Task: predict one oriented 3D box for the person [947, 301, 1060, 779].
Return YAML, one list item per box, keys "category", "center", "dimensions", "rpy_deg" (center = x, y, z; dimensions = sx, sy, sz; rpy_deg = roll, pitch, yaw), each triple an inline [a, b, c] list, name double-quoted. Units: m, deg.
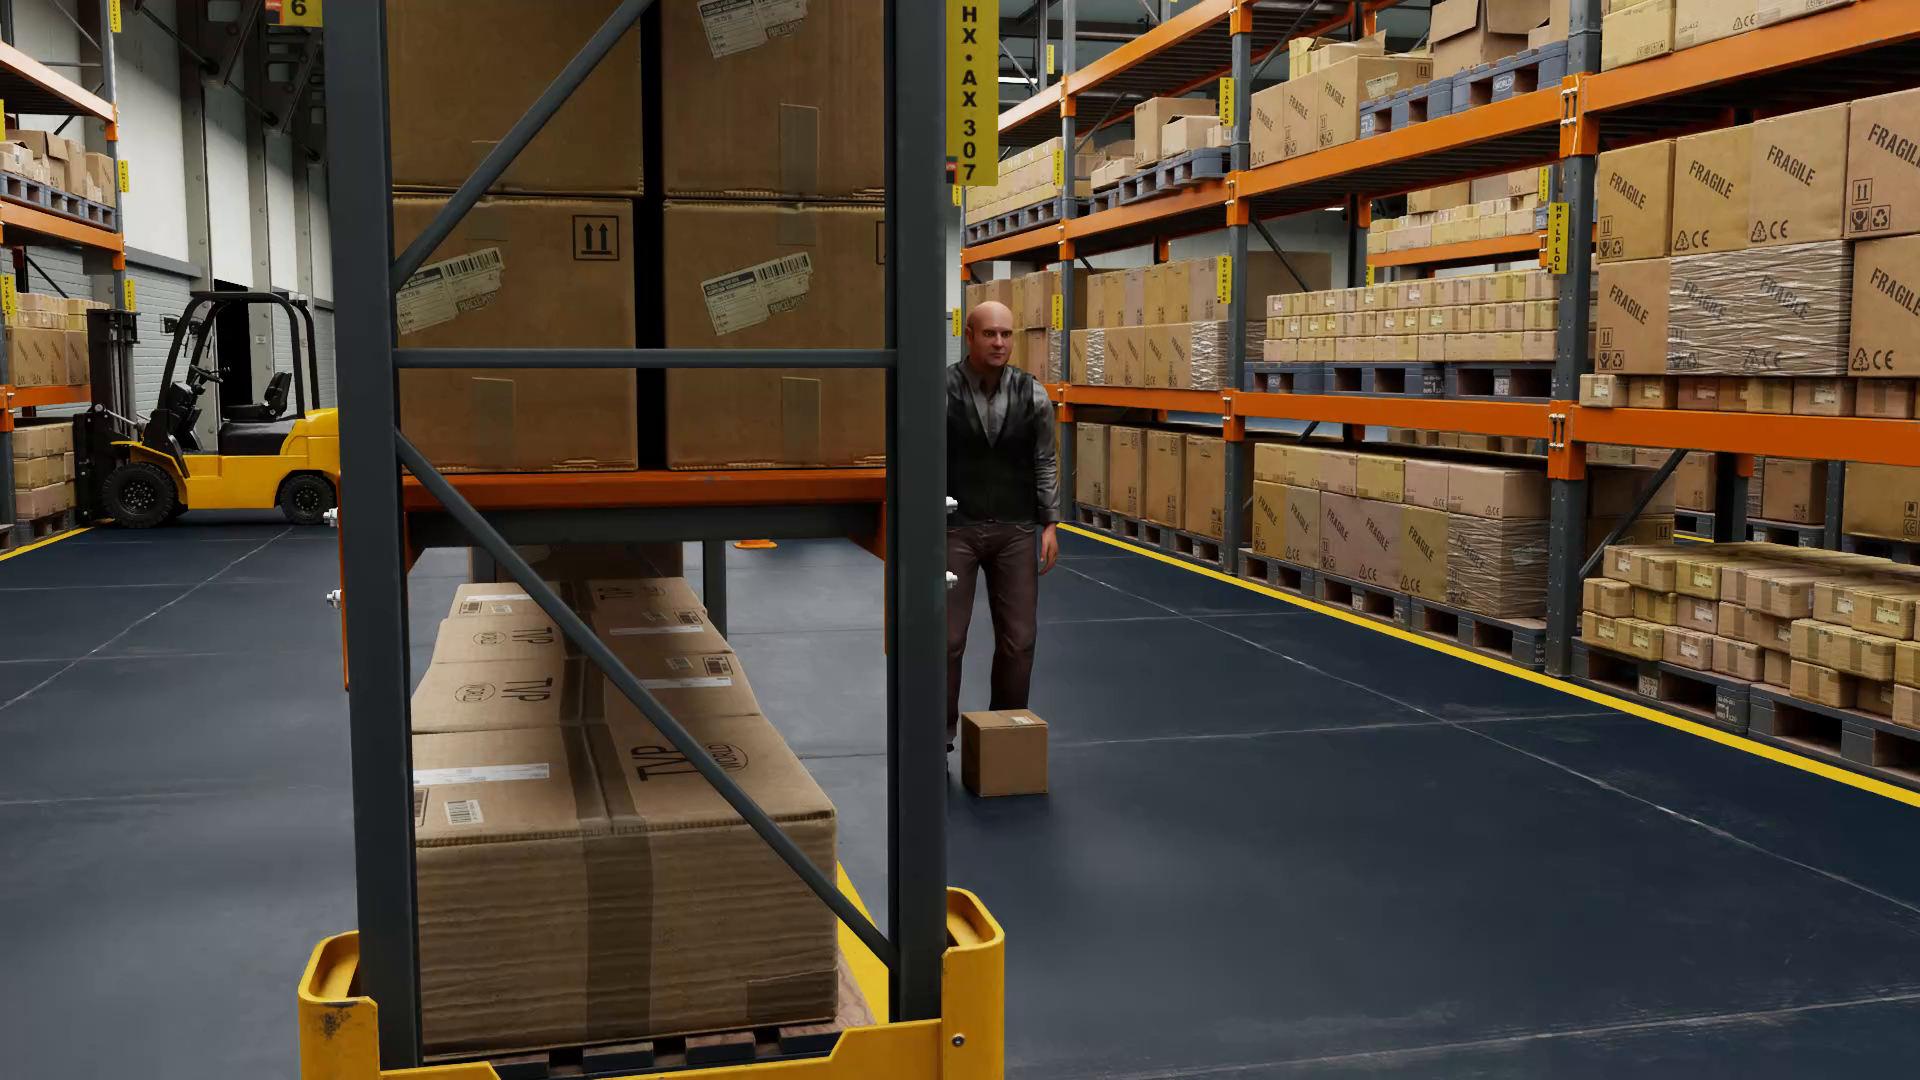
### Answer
- category: "person"
  center: [0.080, -0.005, 6.100]
  dimensions: [0.581, 1.721, 0.418]
  rpy_deg: [-1, 6, -13]
